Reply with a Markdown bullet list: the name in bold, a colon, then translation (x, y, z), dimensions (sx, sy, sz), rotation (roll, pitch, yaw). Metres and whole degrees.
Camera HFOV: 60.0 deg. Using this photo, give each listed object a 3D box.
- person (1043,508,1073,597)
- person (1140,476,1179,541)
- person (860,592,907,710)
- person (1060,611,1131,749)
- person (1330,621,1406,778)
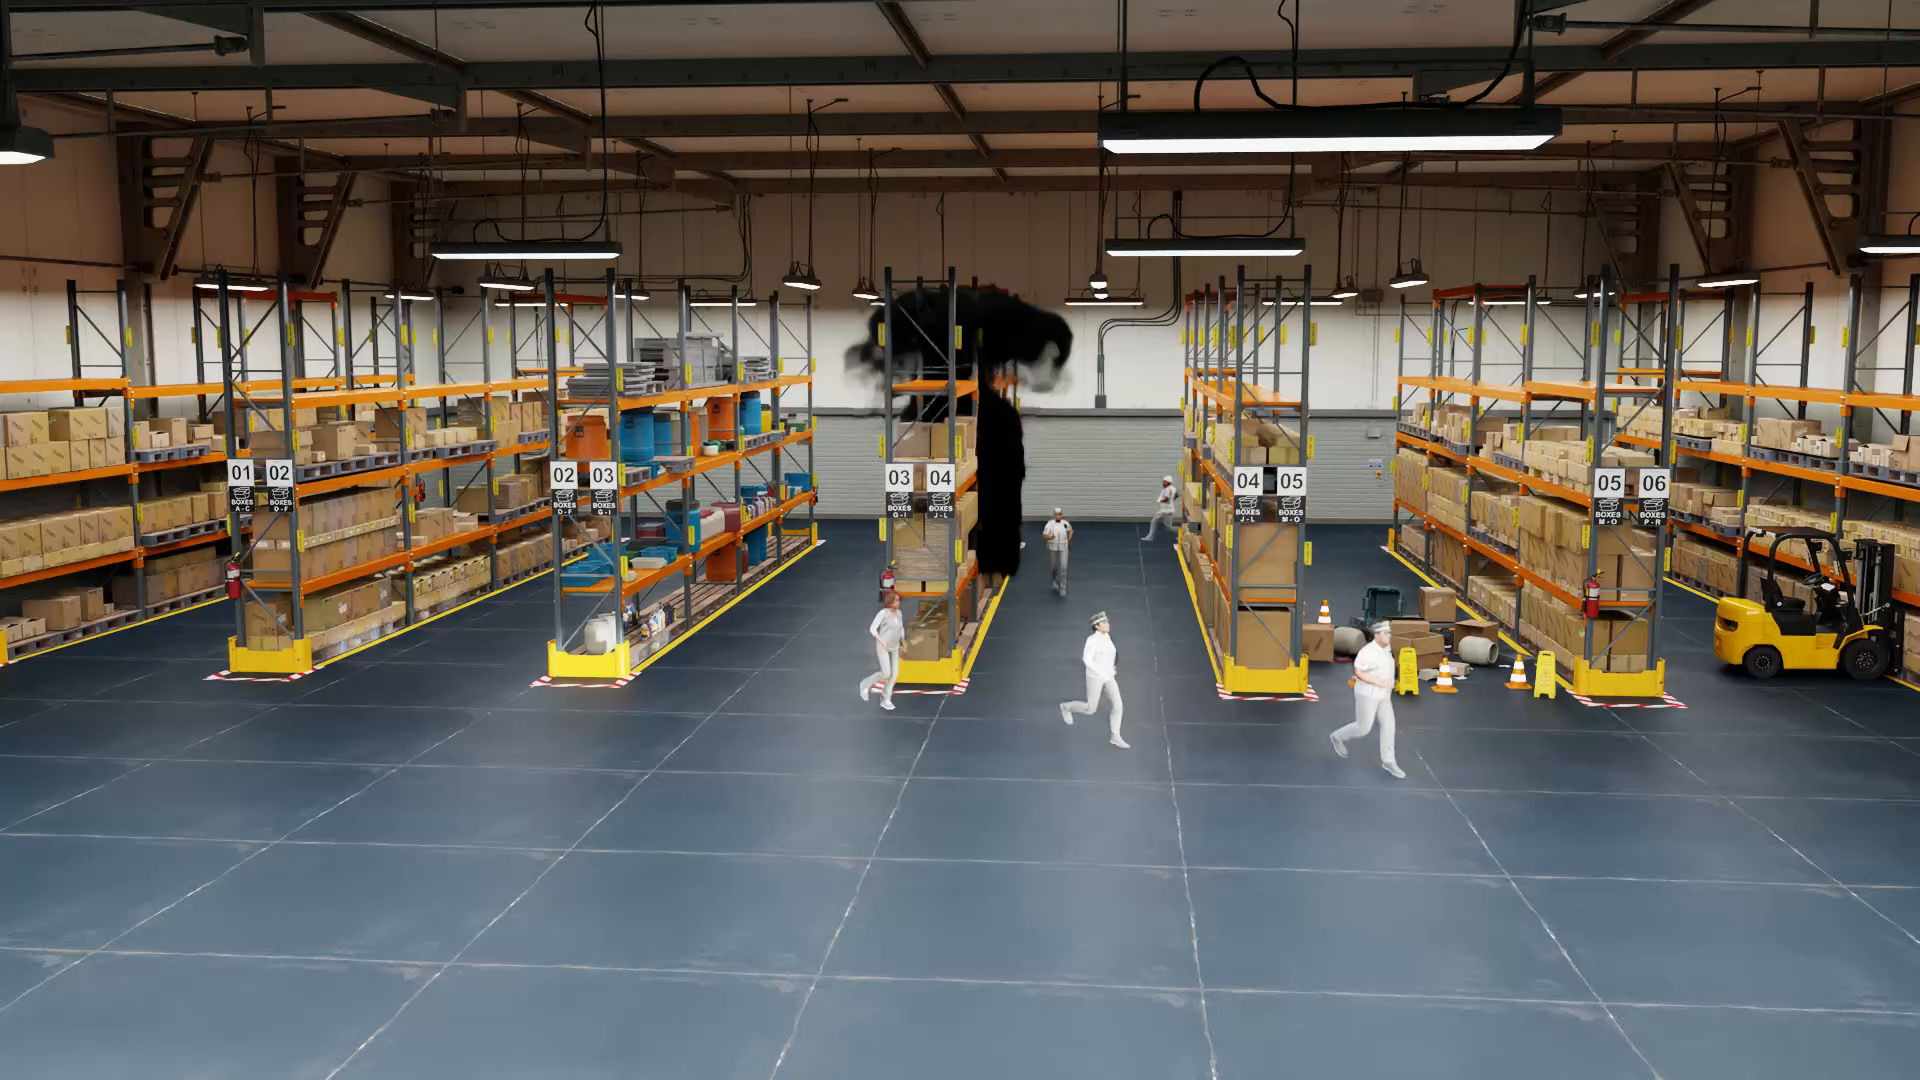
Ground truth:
- **person**: translation (1.916, 0.210, 32.597), dimensions (0.604, 1.688, 0.893), rotation (0, 7, 1)
- **person**: translation (5.012, -0.751, 40.647), dimensions (1.114, 1.642, 0.728), rotation (0, 7, -1)
- **person**: translation (-0.997, 1.488, 22.720), dimensions (0.606, 1.560, 0.579), rotation (7, 10, 43)
- **person**: translation (1.698, 1.707, 20.584), dimensions (0.976, 1.687, 0.597), rotation (6, 9, 41)
- **person**: translation (4.772, 1.796, 19.302), dimensions (0.686, 1.783, 1.016), rotation (-6, 9, -42)
